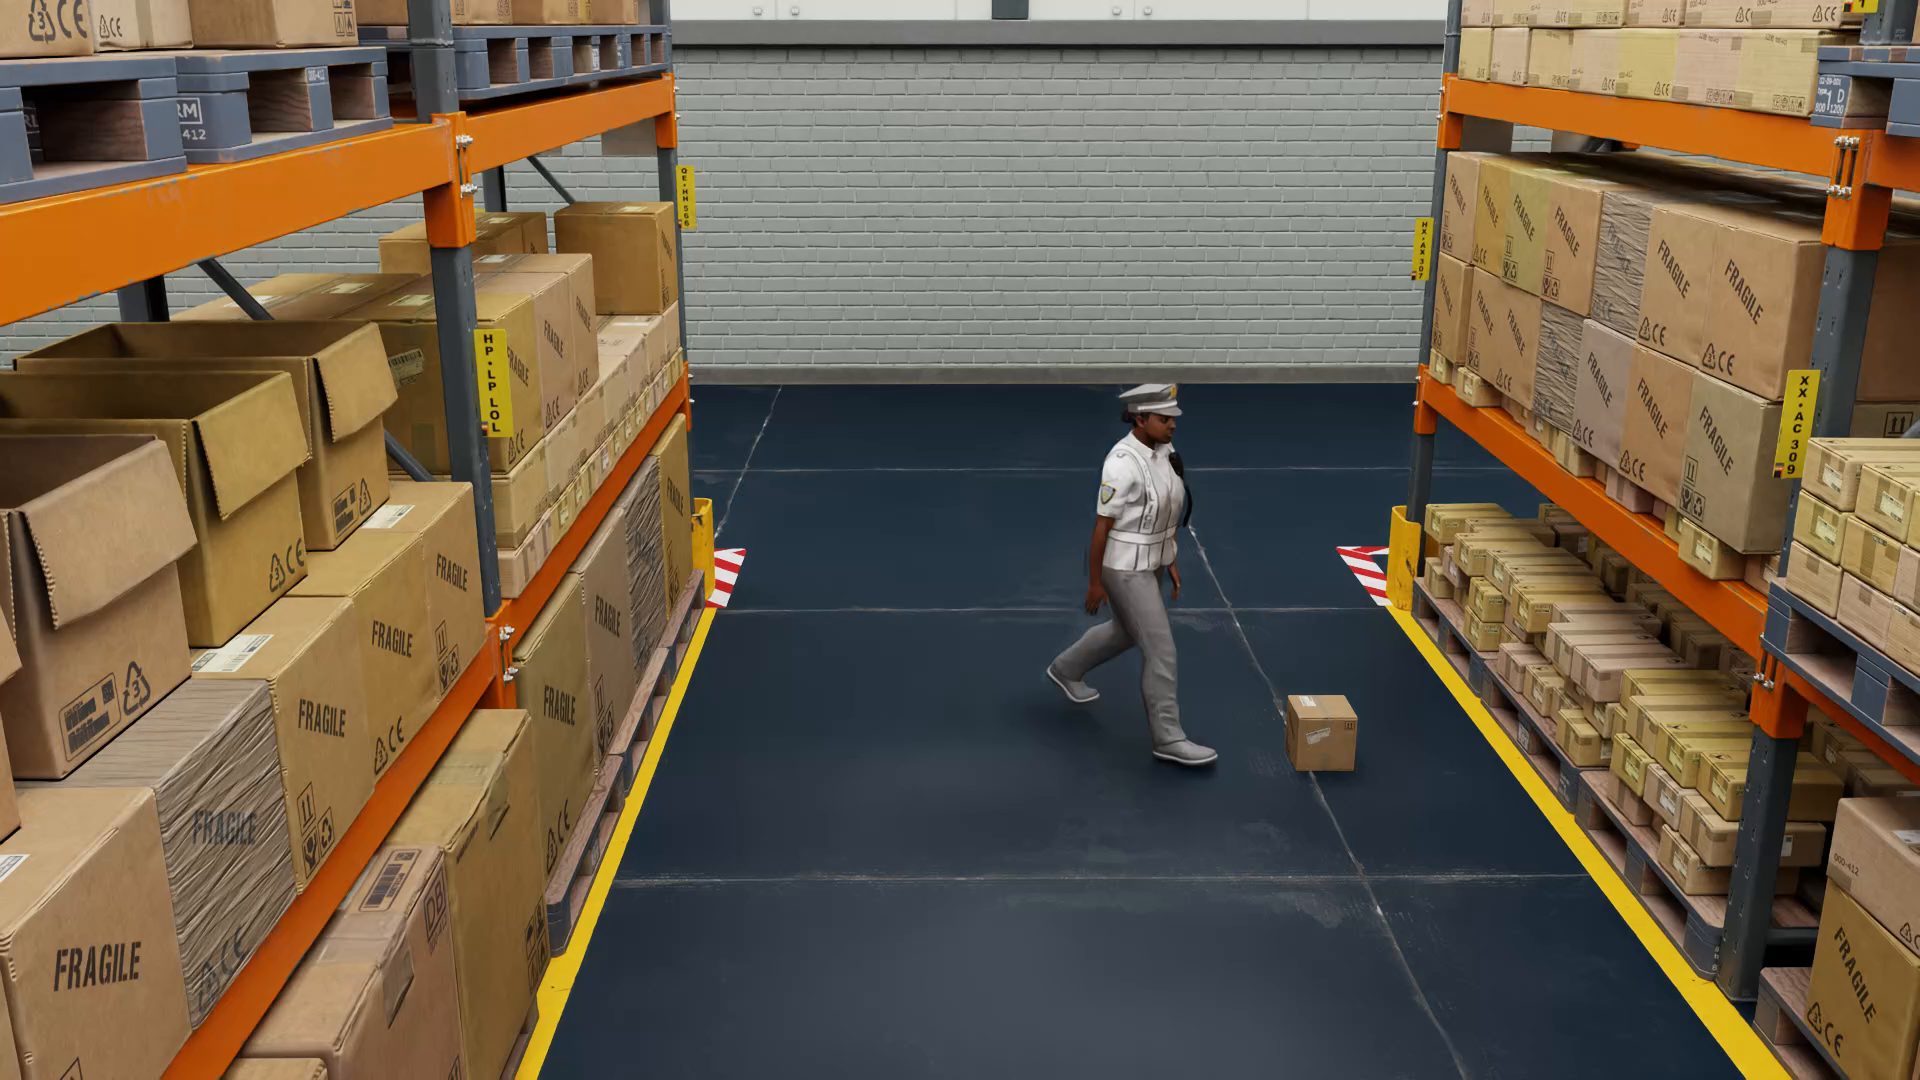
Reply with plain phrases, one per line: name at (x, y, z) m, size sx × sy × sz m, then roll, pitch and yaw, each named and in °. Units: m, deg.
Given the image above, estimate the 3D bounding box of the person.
person at (0.740, 0.100, 7.207) m, size 0.968 × 1.627 × 0.462 m, roll 12°, pitch 21°, yaw 33°
